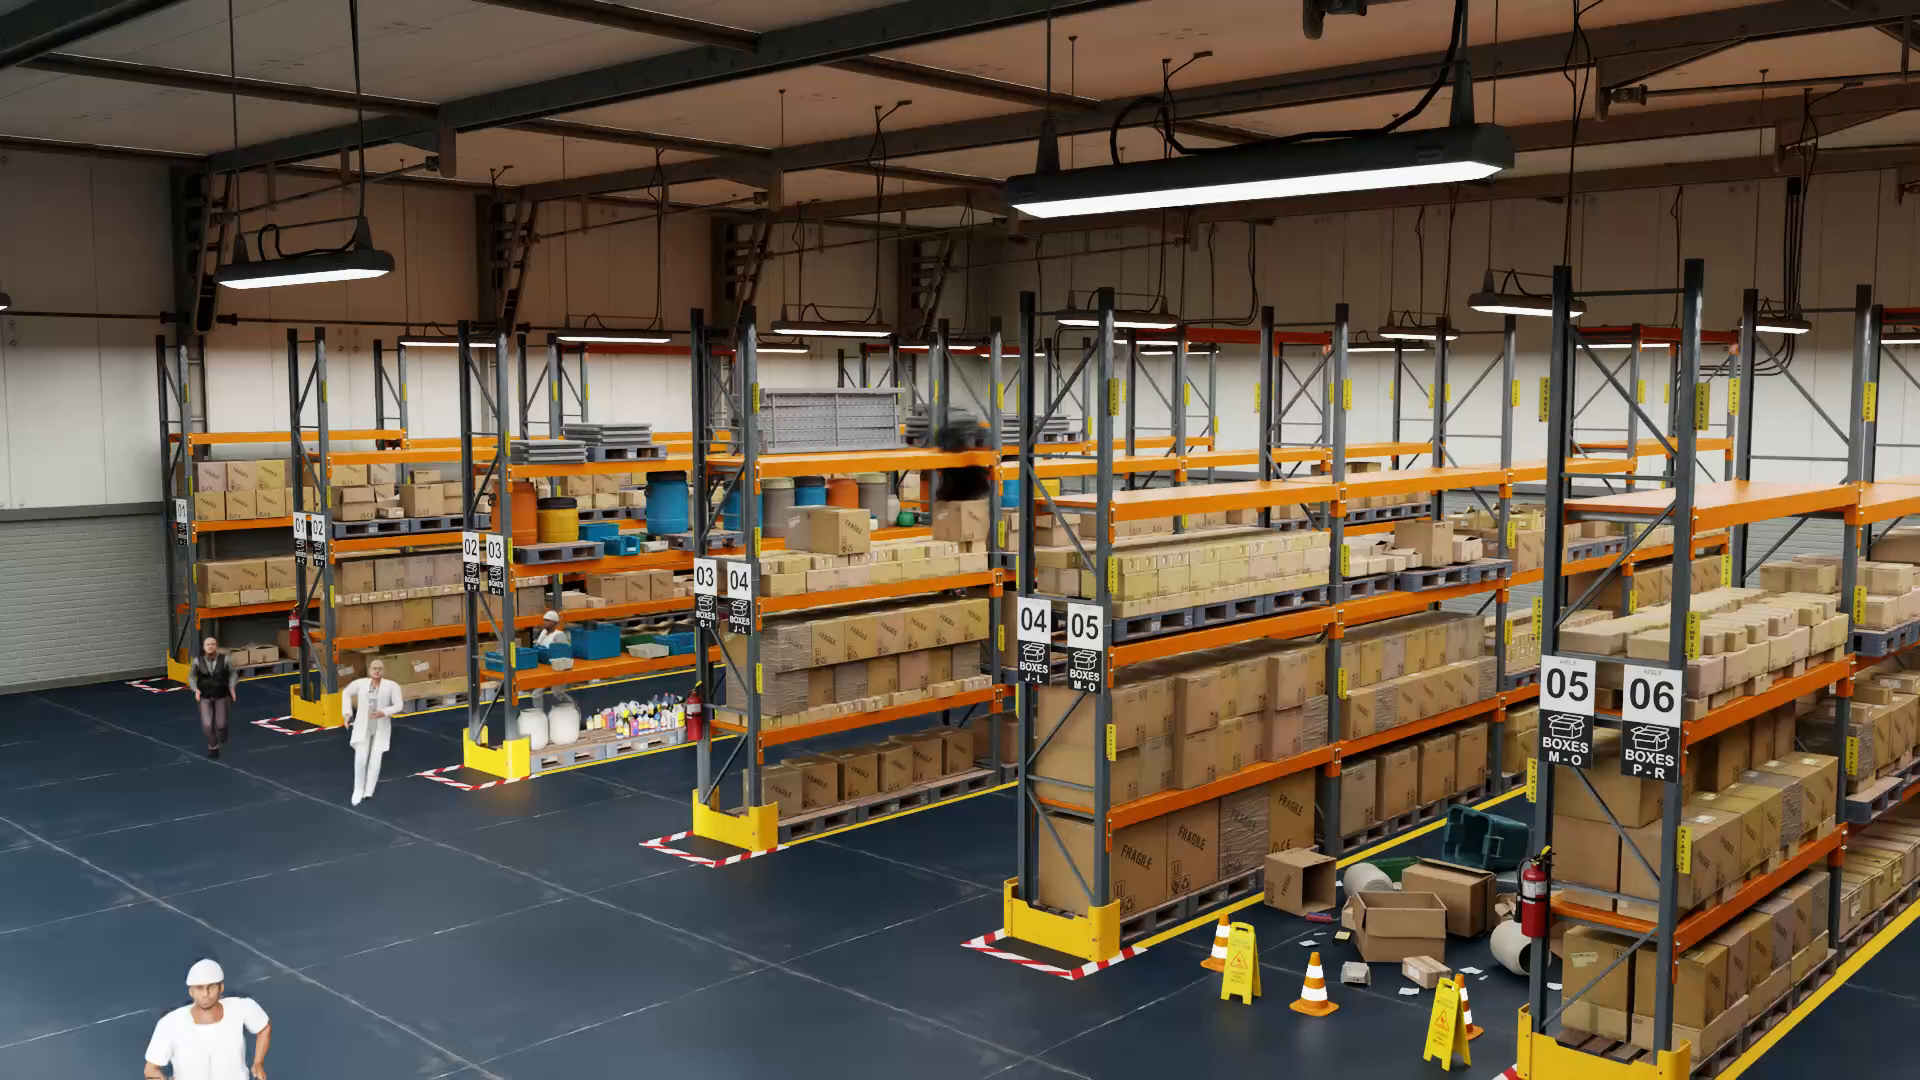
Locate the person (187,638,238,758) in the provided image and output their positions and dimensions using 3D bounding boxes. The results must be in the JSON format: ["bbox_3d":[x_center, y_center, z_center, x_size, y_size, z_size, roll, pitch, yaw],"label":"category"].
[{"bbox_3d":[-10.381,2.172,23.124,0.644,1.670,0.619,-2,6,-22],"label":"person"}]

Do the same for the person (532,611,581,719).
[{"bbox_3d":[-6.050,1.943,24.583,0.667,1.801,0.941,4,7,38],"label":"person"}]

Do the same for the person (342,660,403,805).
[{"bbox_3d":[-7.271,2.366,20.616,0.714,1.770,0.668,-2,6,-21],"label":"person"}]

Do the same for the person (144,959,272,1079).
[{"bbox_3d":[-4.443,3.354,9.868,0.700,1.762,0.956,-2,6,-24],"label":"person"}]
